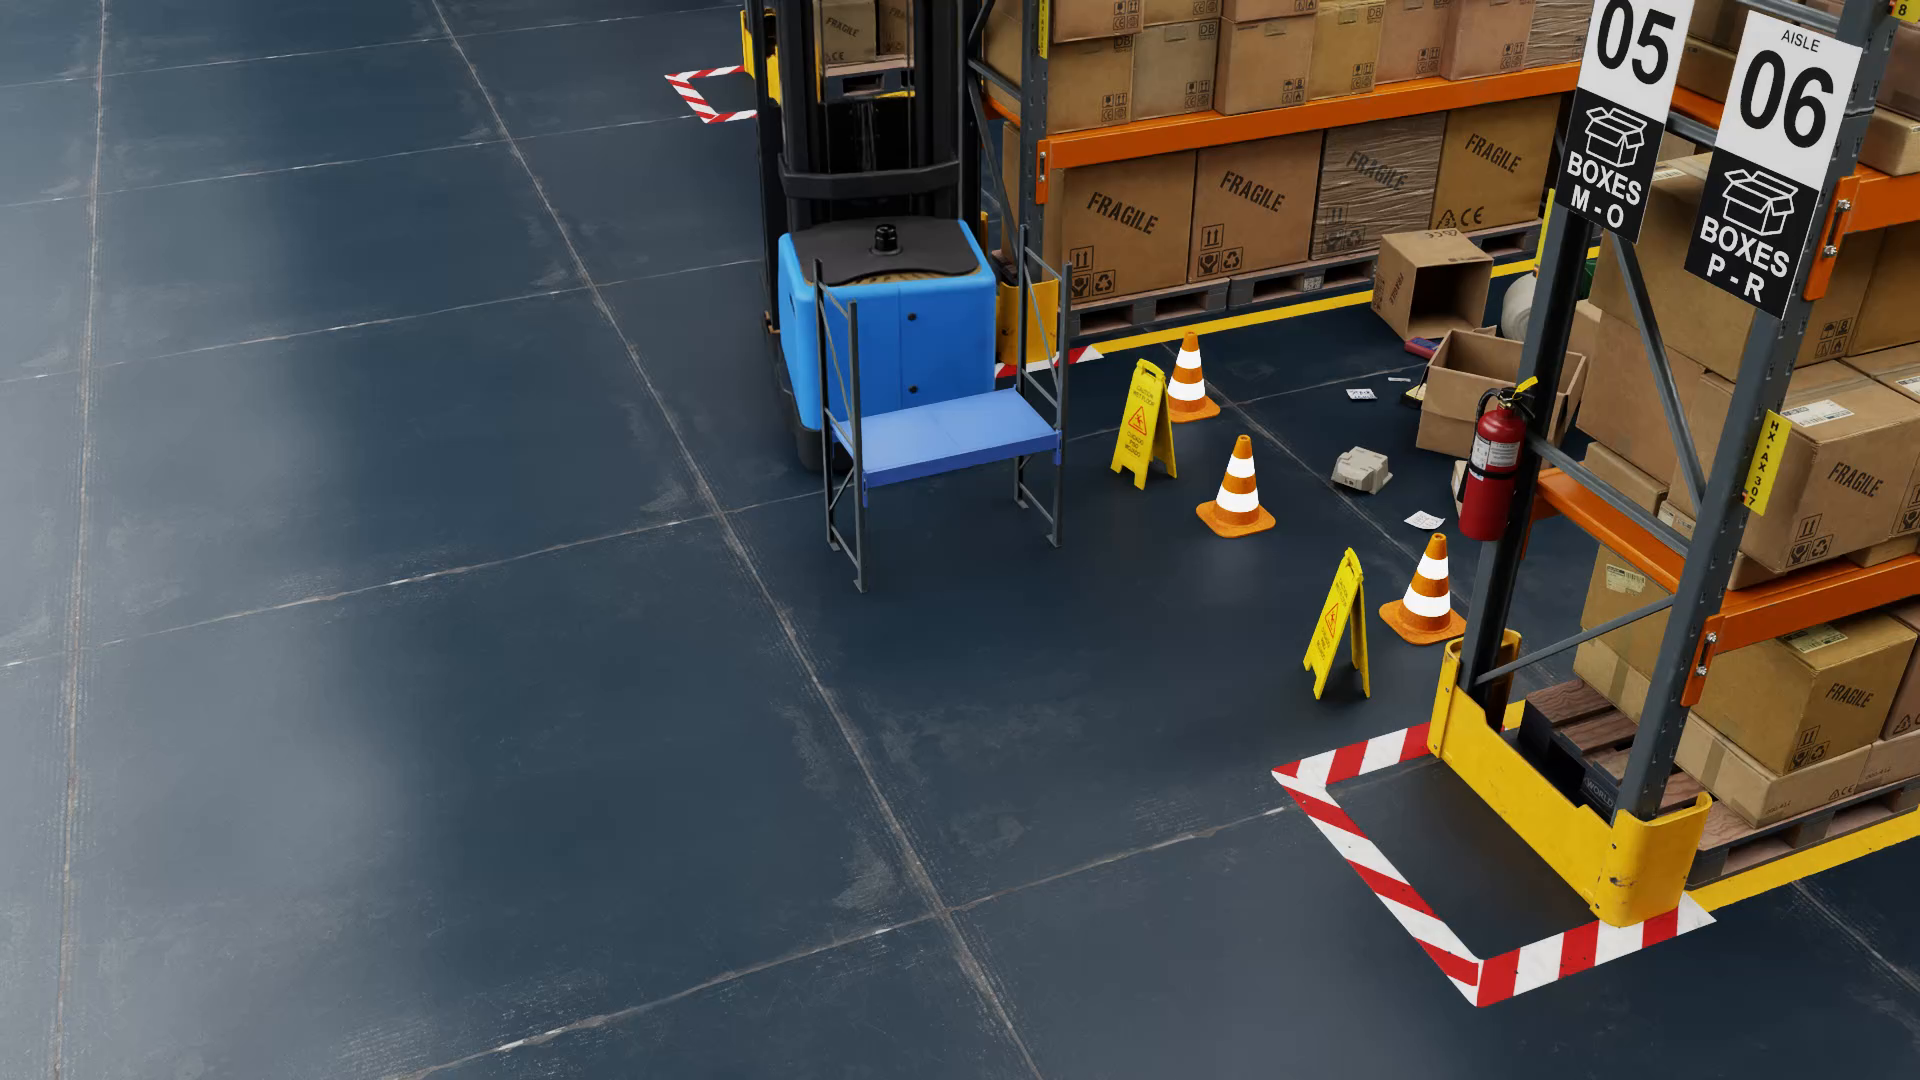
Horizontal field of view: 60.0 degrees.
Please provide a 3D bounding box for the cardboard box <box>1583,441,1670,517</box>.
[{"bbox_3d":[2.504,-0.226,6.077,0.250,0.149,0.380,-12,35,-17],"label":"cardboard box"}]

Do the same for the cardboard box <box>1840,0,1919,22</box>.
[{"bbox_3d":[2.648,-1.603,4.713,0.250,0.149,0.380,-13,35,-19],"label":"cardboard box"}]

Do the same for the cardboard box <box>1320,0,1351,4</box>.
[{"bbox_3d":[2.068,-3.577,9.869,0.500,0.550,0.875,-13,35,-19],"label":"cardboard box"}]

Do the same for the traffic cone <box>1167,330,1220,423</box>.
[{"bbox_3d":[1.272,-0.947,9.282,0.334,0.463,0.336,-13,35,-19],"label":"traffic cone"}]

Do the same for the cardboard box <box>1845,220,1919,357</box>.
[{"bbox_3d":[3.098,-1.051,5.834,0.500,0.500,0.700,-13,35,-18],"label":"cardboard box"}]

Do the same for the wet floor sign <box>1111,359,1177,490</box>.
[{"bbox_3d":[0.972,-0.624,8.617,0.232,0.644,0.267,-19,38,-27],"label":"wet floor sign"}]

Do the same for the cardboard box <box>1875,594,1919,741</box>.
[{"bbox_3d":[3.595,0.368,6.382,0.500,0.500,0.500,-14,36,-21],"label":"cardboard box"}]

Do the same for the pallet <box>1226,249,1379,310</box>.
[{"bbox_3d":[2.062,-1.907,10.988,1.213,0.211,1.003,-13,35,-19],"label":"pallet"}]

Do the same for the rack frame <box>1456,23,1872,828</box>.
[{"bbox_3d":[2.242,-0.145,5.722,0.127,3.000,1.000,-13,35,-19],"label":"rack frame"}]

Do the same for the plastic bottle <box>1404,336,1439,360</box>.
[{"bbox_3d":[2.811,-1.130,9.930,0.133,0.061,0.283,-27,42,-35],"label":"plastic bottle"}]

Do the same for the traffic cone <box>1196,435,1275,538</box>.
[{"bbox_3d":[1.395,-0.307,8.298,0.334,0.463,0.336,-13,35,-19],"label":"traffic cone"}]

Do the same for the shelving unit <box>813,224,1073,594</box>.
[{"bbox_3d":[-0.079,-0.611,7.813,1.048,1.500,0.538,-13,35,-19],"label":"shelving unit"}]

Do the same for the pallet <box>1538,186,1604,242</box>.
[{"bbox_3d":[4.603,-2.489,11.882,1.213,0.211,1.003,-13,35,-19],"label":"pallet"}]

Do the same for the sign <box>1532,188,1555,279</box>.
[{"bbox_3d":[2.045,-1.046,5.756,0.005,0.325,0.100,-13,35,-19],"label":"sign"}]

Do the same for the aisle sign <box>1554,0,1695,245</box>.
[{"bbox_3d":[2.072,-1.367,5.217,0.004,0.787,0.394,-13,35,-19],"label":"aisle sign"}]

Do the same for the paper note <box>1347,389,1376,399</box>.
[{"bbox_3d":[2.297,-0.836,9.508,0.142,0.017,0.144,-2,33,-2],"label":"paper note"}]

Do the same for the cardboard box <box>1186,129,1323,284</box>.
[{"bbox_3d":[1.642,-2.261,10.538,0.875,0.875,0.875,-13,35,-20],"label":"cardboard box"}]

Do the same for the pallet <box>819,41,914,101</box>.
[{"bbox_3d":[-0.762,-4.129,14.402,1.213,0.211,1.003,-13,35,-19],"label":"pallet"}]

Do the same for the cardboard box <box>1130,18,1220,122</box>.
[{"bbox_3d":[1.055,-2.904,9.825,0.550,0.550,0.875,-13,35,-19],"label":"cardboard box"}]

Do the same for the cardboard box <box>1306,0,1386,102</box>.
[{"bbox_3d":[2.093,-3.091,10.113,0.500,0.550,0.875,-13,35,-19],"label":"cardboard box"}]

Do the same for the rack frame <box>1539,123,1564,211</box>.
[{"bbox_3d":[3.920,-3.457,10.813,0.127,3.000,1.000,-13,35,-19],"label":"rack frame"}]

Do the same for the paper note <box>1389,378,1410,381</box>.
[{"bbox_3d":[2.557,-0.934,9.676,0.123,0.001,0.032,4,33,6],"label":"paper note"}]

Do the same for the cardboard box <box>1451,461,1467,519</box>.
[{"bbox_3d":[2.667,-0.242,8.486,0.250,0.149,0.380,4,33,6],"label":"cardboard box"}]

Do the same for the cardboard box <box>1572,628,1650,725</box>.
[{"bbox_3d":[2.905,0.521,6.835,0.500,0.250,0.500,-13,35,-19],"label":"cardboard box"}]

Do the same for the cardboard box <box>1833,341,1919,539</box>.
[{"bbox_3d":[3.262,-0.383,5.724,0.500,0.500,0.500,-12,35,-17],"label":"cardboard box"}]

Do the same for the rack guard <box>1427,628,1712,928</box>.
[{"bbox_3d":[2.312,0.887,6.428,0.348,0.500,1.175,-13,35,-19],"label":"rack guard"}]

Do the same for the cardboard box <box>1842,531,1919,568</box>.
[{"bbox_3d":[3.138,-0.083,5.857,0.250,0.149,0.380,-14,36,-20],"label":"cardboard box"}]

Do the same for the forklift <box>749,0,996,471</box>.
[{"bbox_3d":[-0.601,-2.382,9.224,1.130,2.935,3.031,-6,34,-10],"label":"forklift"}]

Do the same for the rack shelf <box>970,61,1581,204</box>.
[{"bbox_3d":[2.076,-2.733,10.360,4.000,0.370,1.077,-13,35,-19],"label":"rack shelf"}]

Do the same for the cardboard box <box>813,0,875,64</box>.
[{"bbox_3d":[-1.013,-4.380,14.138,0.500,0.500,0.500,-7,34,-10],"label":"cardboard box"}]

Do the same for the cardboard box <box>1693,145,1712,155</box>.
[{"bbox_3d":[5.349,-3.068,11.893,0.750,0.750,1.050,-13,35,-19],"label":"cardboard box"}]

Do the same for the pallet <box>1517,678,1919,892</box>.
[{"bbox_3d":[3.074,0.854,6.744,1.213,0.211,1.003,-13,35,-19],"label":"pallet"}]

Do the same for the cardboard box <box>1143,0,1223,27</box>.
[{"bbox_3d":[1.061,-3.349,9.520,0.550,0.550,0.875,-13,35,-19],"label":"cardboard box"}]

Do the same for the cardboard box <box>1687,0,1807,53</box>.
[{"bbox_3d":[2.609,-1.707,5.238,0.500,0.250,0.500,-13,35,-20],"label":"cardboard box"}]

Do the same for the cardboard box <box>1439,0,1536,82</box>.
[{"bbox_3d":[3.086,-3.309,10.447,0.550,0.550,0.875,-13,35,-19],"label":"cardboard box"}]

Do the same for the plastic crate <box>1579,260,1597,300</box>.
[{"bbox_3d":[4.267,-1.607,10.495,0.662,0.188,0.450,4,23,6],"label":"plastic crate"}]

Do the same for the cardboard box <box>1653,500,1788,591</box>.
[{"bbox_3d":[2.635,-0.007,5.741,0.250,0.149,0.380,-13,35,-19],"label":"cardboard box"}]

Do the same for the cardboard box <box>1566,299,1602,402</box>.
[{"bbox_3d":[3.740,-1.001,9.202,0.503,0.637,0.797,-13,35,-19],"label":"cardboard box"}]

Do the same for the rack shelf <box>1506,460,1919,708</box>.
[{"bbox_3d":[4.086,-0.265,6.567,4.000,0.370,1.077,-13,35,-19],"label":"rack shelf"}]

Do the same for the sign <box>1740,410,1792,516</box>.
[{"bbox_3d":[2.452,-0.235,5.067,0.005,0.325,0.100,-13,35,-19],"label":"sign"}]

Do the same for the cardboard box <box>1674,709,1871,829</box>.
[{"bbox_3d":[3.092,0.800,6.405,0.500,0.250,0.500,-13,35,-19],"label":"cardboard box"}]

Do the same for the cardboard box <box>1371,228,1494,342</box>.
[{"bbox_3d":[2.886,-1.567,10.197,0.500,0.500,0.500,-7,34,-11],"label":"cardboard box"}]

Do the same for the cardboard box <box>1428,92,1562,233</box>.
[{"bbox_3d":[3.313,-2.645,11.128,0.875,0.875,0.875,-12,35,-18],"label":"cardboard box"}]

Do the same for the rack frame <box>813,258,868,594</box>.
[{"bbox_3d":[-0.547,-0.503,7.648,0.032,1.500,0.500,-13,35,-19],"label":"rack frame"}]

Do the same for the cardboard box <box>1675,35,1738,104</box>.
[{"bbox_3d":[2.462,-1.513,5.304,0.250,0.149,0.380,-13,35,-19],"label":"cardboard box"}]
